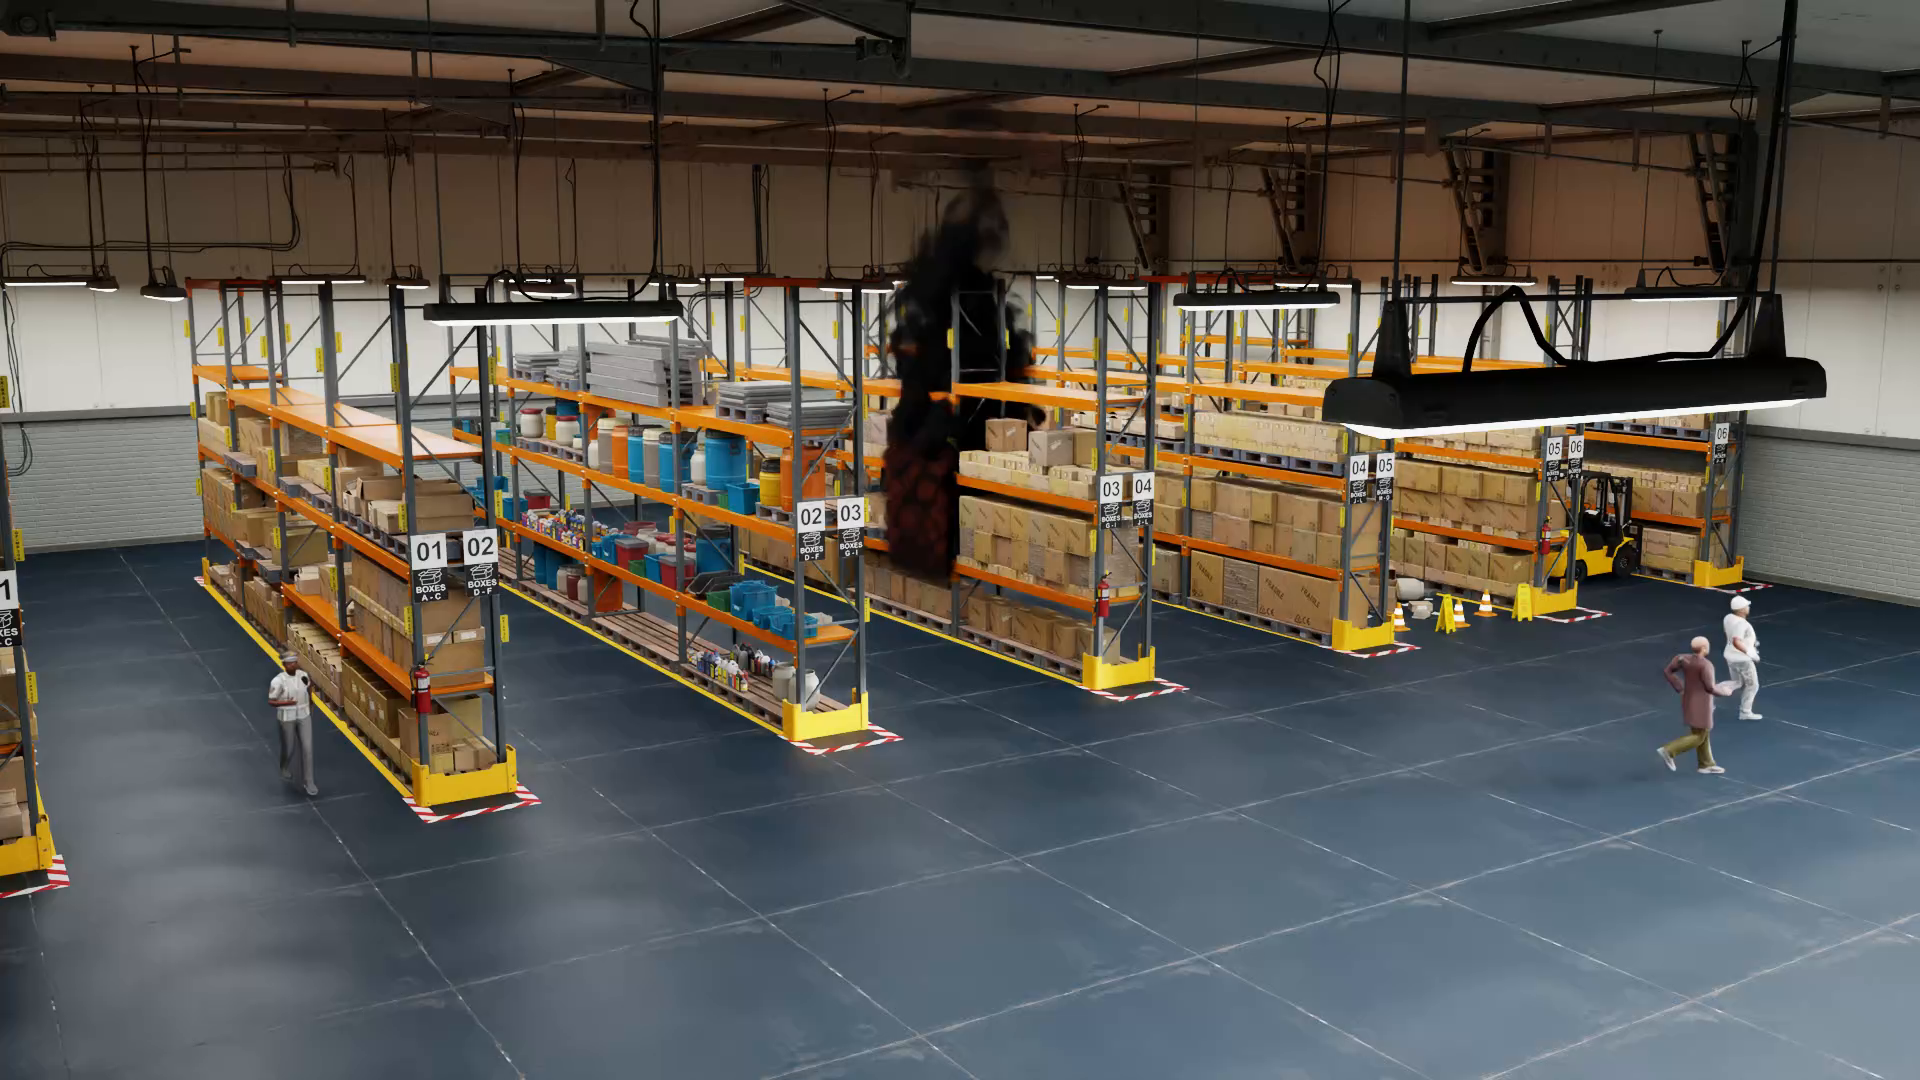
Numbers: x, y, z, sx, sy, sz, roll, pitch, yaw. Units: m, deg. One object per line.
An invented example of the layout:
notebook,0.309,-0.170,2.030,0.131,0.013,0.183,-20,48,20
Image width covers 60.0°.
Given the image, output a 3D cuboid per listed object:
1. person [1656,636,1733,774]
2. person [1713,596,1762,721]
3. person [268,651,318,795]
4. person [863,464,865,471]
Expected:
person,9.043,2.056,20.474,1.011,1.771,0.711,-2,10,-12
person,10.751,1.640,23.025,0.804,1.747,0.694,1,10,5
person,-7.991,2.151,19.969,0.581,1.697,0.894,-7,12,-37
person,-2.451,-1.525,41.828,0.926,1.813,0.709,-9,13,-44
